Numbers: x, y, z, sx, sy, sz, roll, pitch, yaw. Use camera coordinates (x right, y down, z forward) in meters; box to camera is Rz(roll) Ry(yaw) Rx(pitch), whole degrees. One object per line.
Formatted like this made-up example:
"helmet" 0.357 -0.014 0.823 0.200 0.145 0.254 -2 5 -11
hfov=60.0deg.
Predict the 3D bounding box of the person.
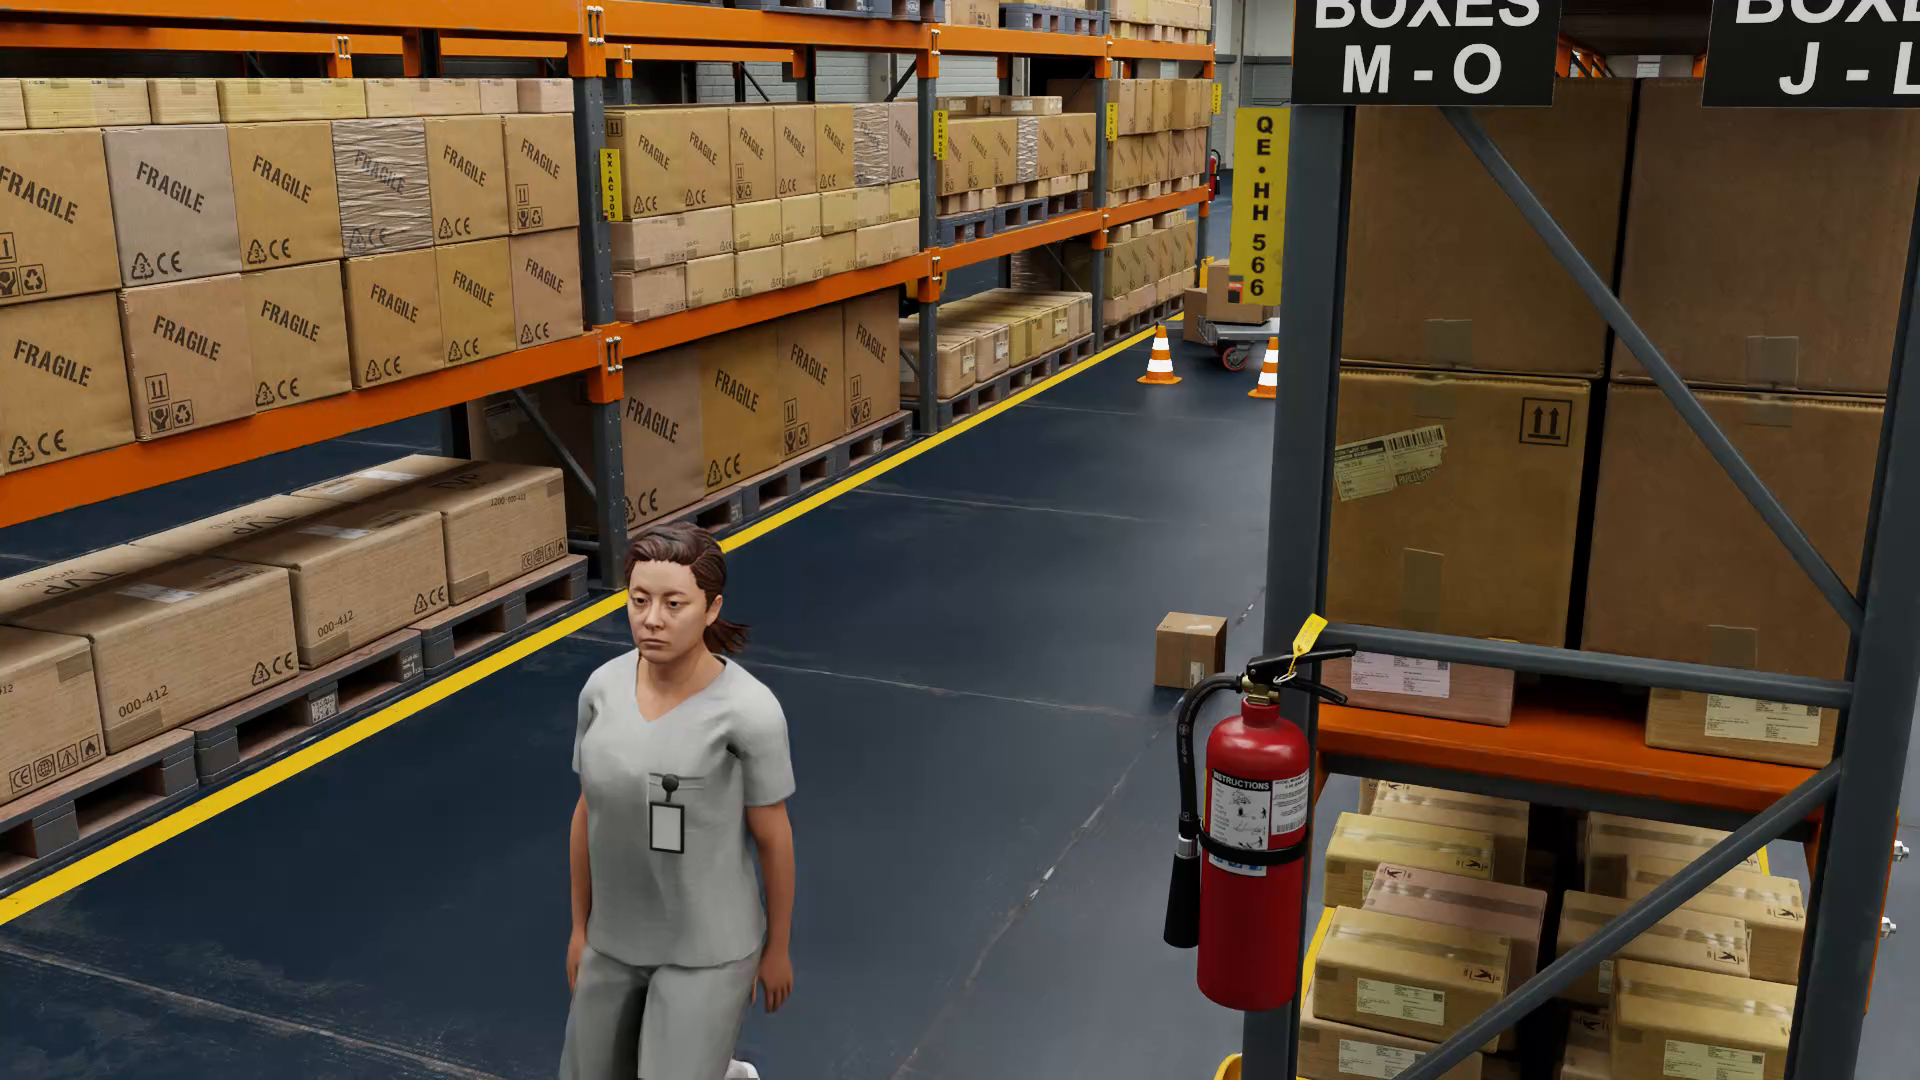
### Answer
"person" -0.533 0.766 3.214 0.443 1.645 0.708 7 17 24
